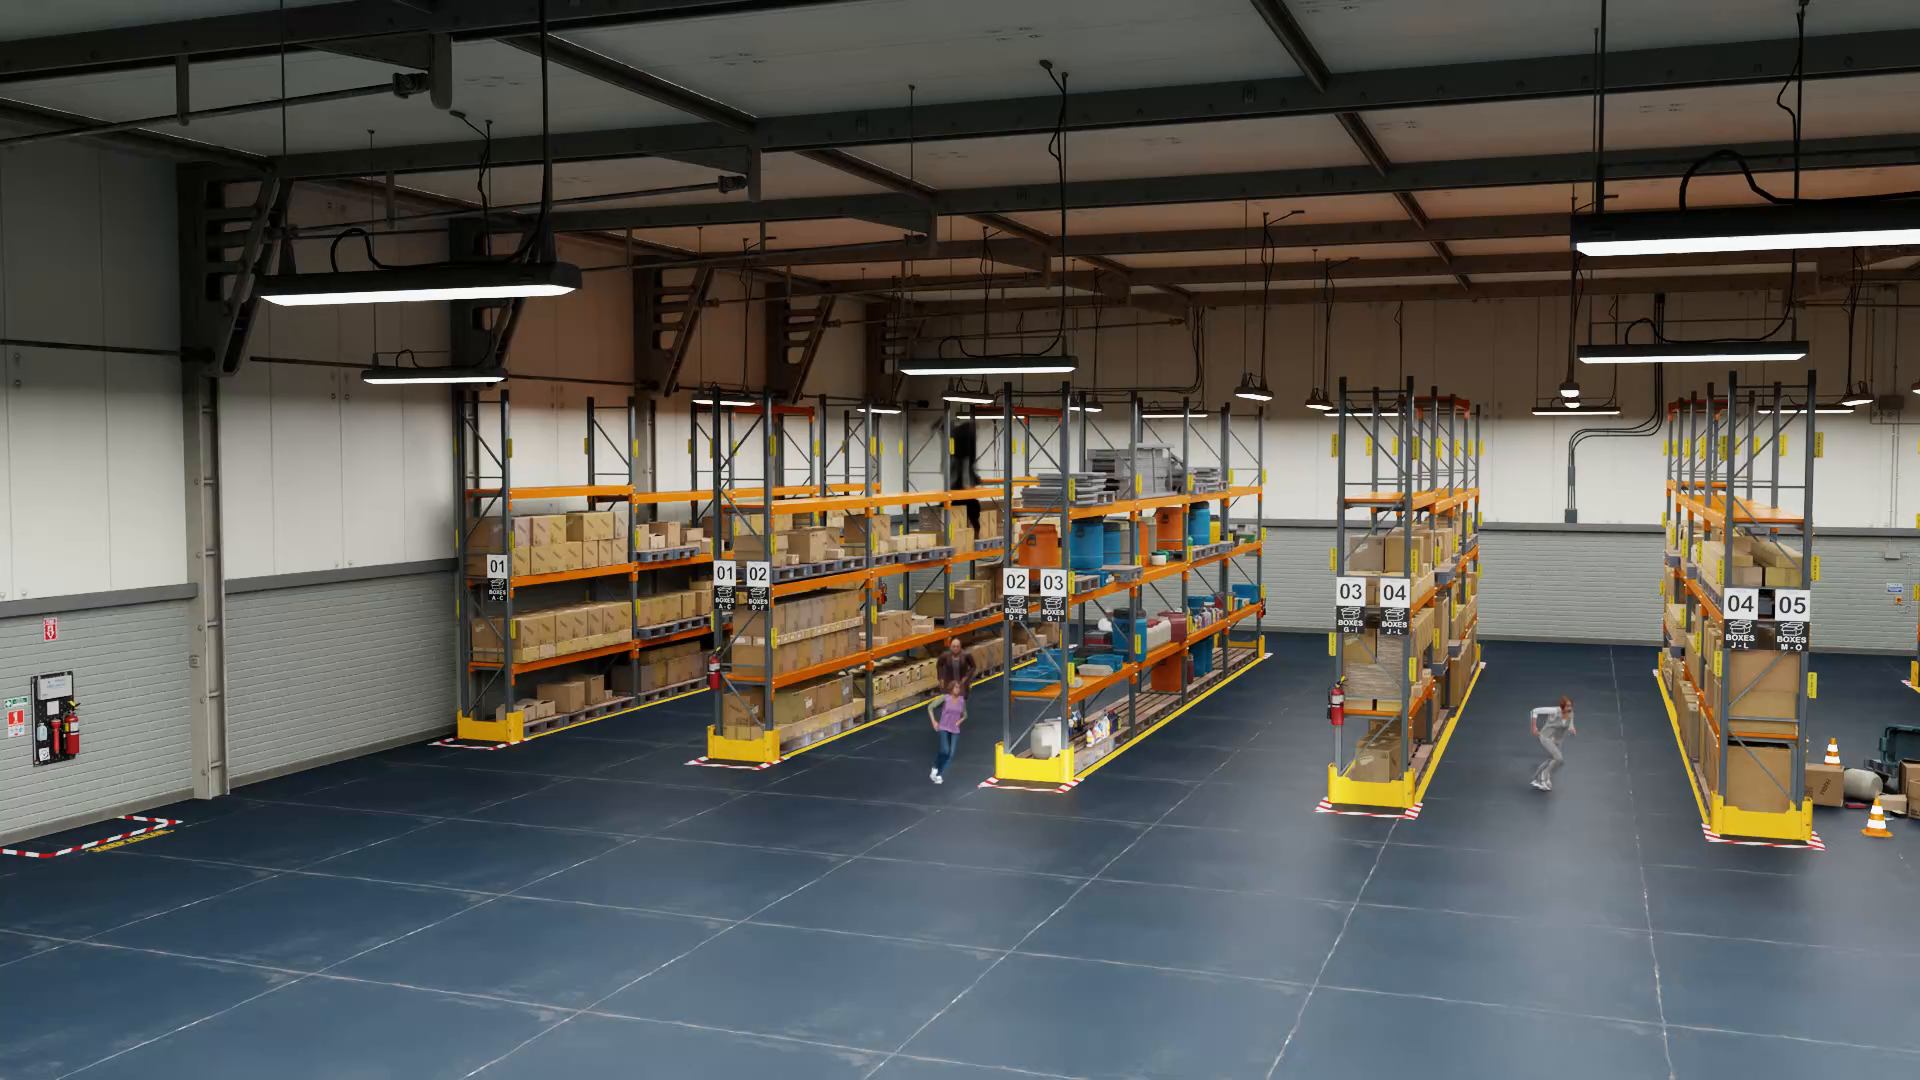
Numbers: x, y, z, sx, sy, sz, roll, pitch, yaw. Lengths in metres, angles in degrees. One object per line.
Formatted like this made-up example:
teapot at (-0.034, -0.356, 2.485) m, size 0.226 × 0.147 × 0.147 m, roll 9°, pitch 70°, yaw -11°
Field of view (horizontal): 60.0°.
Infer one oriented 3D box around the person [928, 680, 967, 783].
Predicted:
person at (-0.147, 2.867, 24.852) m, size 0.563 × 1.539 × 0.495 m, roll -2°, pitch 4°, yaw -26°

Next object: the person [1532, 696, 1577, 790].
person at (8.578, 2.944, 24.106) m, size 0.569 × 1.435 × 0.863 m, roll -1°, pitch 3°, yaw -19°

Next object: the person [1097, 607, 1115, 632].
person at (3.133, 2.226, 35.328) m, size 0.554 × 1.647 × 0.653 m, roll 1°, pitch 3°, yaw 19°

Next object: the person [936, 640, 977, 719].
person at (-0.062, 2.567, 29.100) m, size 0.706 × 1.717 × 0.808 m, roll 0°, pitch 3°, yaw 0°
